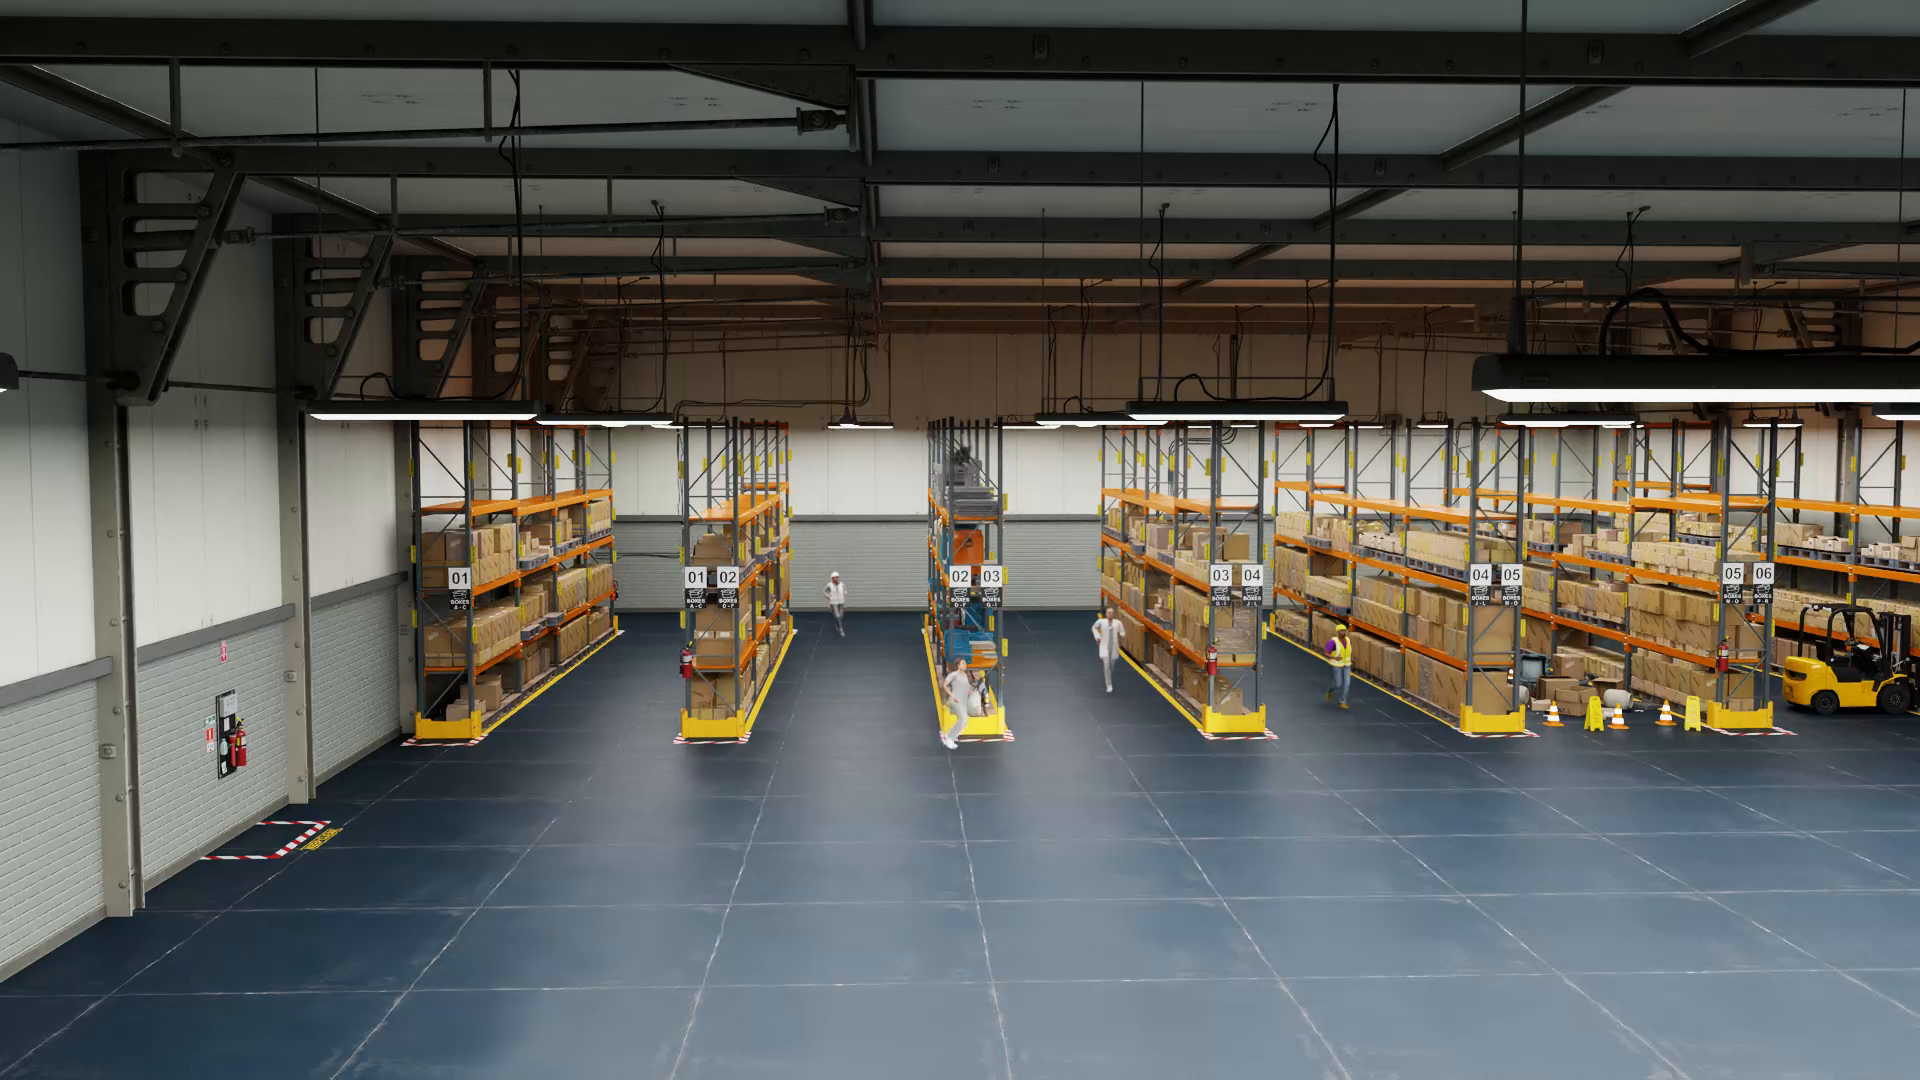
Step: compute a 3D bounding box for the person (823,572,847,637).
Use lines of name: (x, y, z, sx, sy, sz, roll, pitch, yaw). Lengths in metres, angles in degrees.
person: (-3.483, 1.793, 46.734, 0.670, 1.788, 0.884, -2, 4, -26)

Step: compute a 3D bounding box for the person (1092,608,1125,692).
person: (3.316, 2.412, 36.911, 0.703, 1.805, 1.040, 0, 4, -6)

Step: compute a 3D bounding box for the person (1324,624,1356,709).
person: (7.874, 2.603, 34.482, 0.708, 1.732, 0.733, -1, 4, -17)

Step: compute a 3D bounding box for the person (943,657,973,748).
person: (0.001, 2.940, 30.104, 0.526, 1.630, 0.567, 2, 4, 33)
